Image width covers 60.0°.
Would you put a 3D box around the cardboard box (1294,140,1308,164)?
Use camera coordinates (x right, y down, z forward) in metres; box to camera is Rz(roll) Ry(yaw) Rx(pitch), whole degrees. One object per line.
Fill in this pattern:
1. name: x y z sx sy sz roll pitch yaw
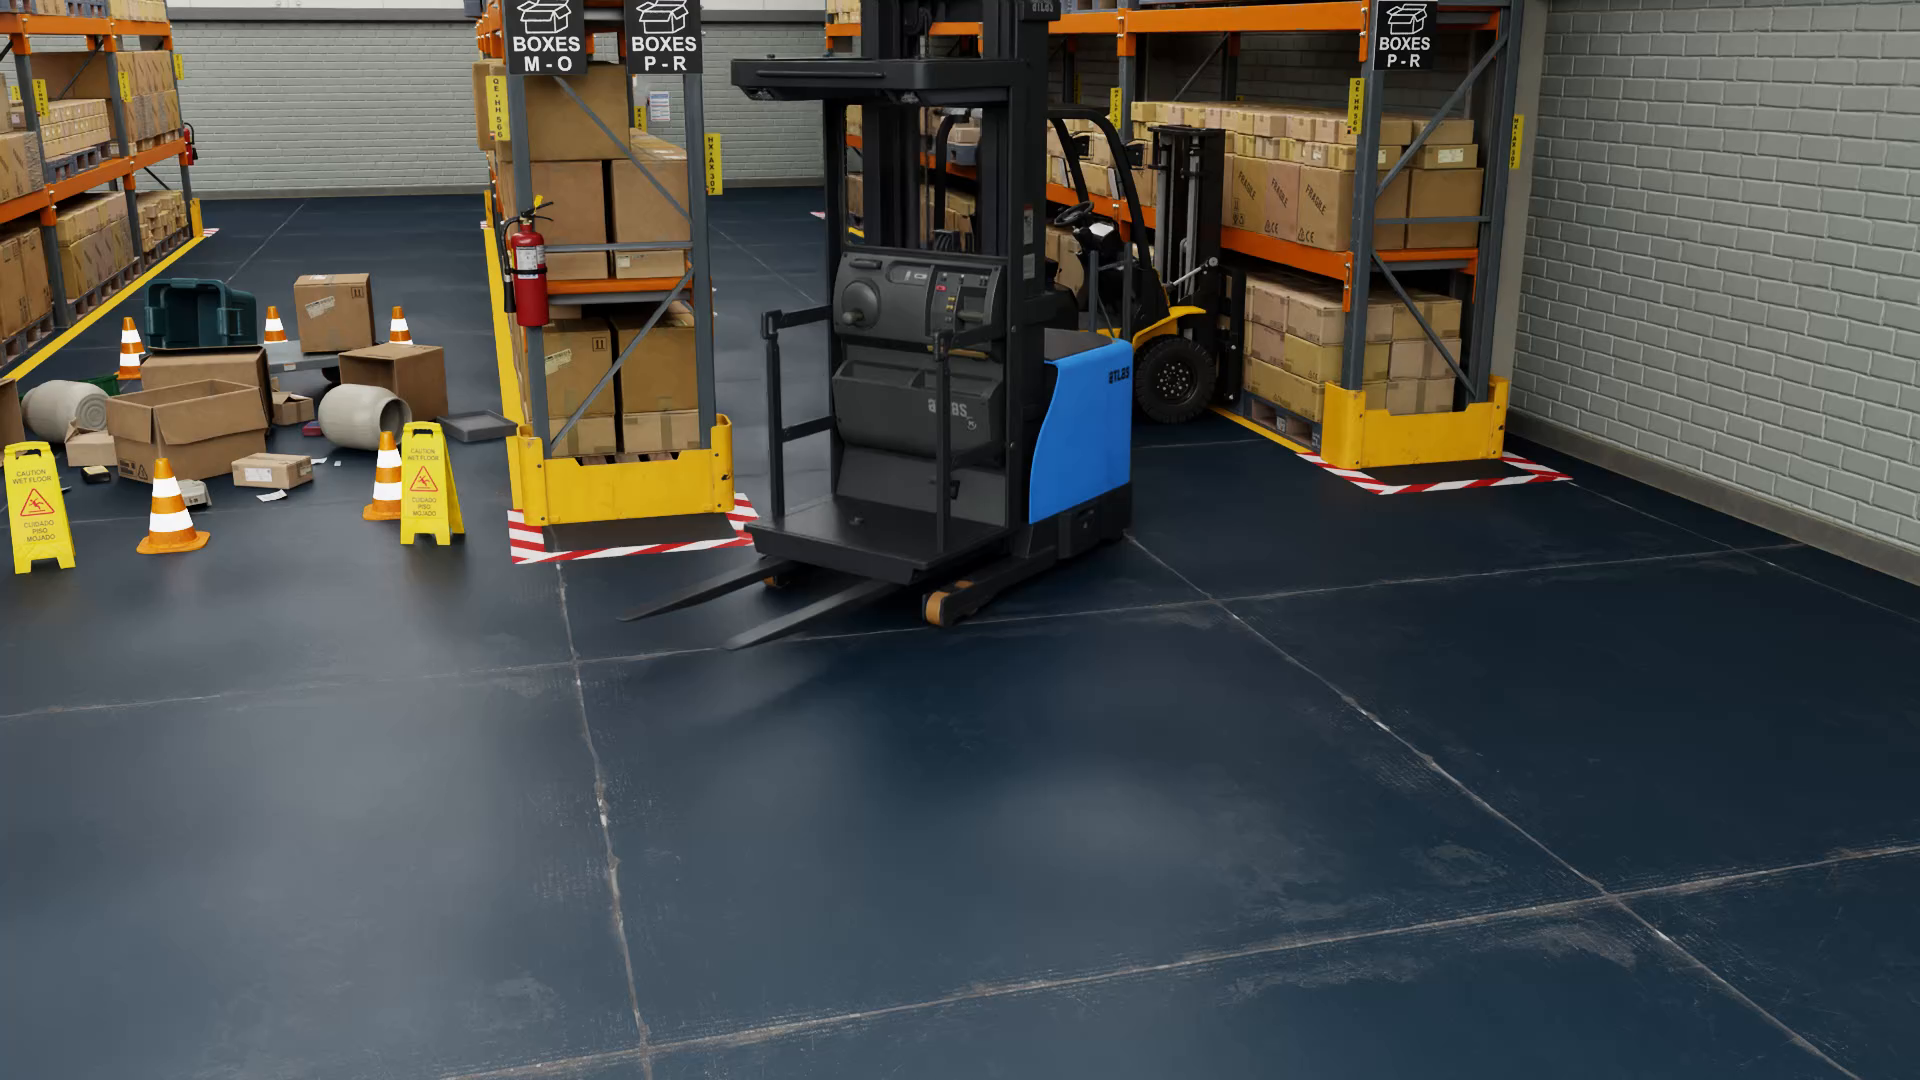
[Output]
1. cardboard box: 2.429 -2.552 10.933 0.380 0.149 0.250 -4 17 -14

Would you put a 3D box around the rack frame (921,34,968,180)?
1. rack frame: -0.393 -5.294 21.363 1.000 3.000 0.127 -5 17 -15

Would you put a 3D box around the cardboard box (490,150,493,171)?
1. cardboard box: -4.610 -3.982 17.255 0.500 0.250 0.500 -4 17 -14

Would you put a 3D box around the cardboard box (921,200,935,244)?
1. cardboard box: -0.188 -3.862 20.209 0.500 0.500 0.500 -5 17 -17

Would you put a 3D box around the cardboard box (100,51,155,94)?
1. cardboard box: -10.192 -5.721 20.354 0.500 0.500 0.500 -5 18 -17

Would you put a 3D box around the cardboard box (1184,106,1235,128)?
1. cardboard box: 1.914 -3.187 12.529 0.380 0.149 0.250 -5 17 -16

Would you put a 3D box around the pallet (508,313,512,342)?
1. pallet: -3.521 -1.906 14.930 1.003 0.211 1.213 -5 17 -15

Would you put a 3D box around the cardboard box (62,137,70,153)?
1. cardboard box: -9.026 -3.892 16.403 0.380 0.149 0.250 -4 17 -13

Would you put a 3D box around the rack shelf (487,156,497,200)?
1. rack shelf: -4.615 -4.003 18.315 1.077 0.370 4.000 -5 17 -15

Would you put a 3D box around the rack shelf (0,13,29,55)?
1. rack shelf: -8.248 -3.914 12.804 1.077 0.370 4.000 -5 17 -15

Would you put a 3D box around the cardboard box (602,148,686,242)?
1. cardboard box: -1.876 -2.068 9.931 0.500 0.500 0.500 -4 17 -14

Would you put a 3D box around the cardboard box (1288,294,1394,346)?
1. cardboard box: 2.478 -1.441 10.846 0.500 0.250 0.500 -4 17 -13

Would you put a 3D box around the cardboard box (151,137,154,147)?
1. cardboard box: -10.277 -4.964 20.702 0.380 0.149 0.250 -4 17 -14

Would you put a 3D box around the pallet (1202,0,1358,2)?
1. pallet: 2.396 -3.905 11.677 1.003 0.211 1.213 -5 17 -15

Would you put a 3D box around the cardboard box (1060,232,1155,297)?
1. cardboard box: 1.445 -2.504 15.472 0.875 0.625 0.625 -5 17 -16

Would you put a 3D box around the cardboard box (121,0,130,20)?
1. cardboard box: -9.917 -6.133 19.202 0.500 0.250 0.500 -5 17 -16

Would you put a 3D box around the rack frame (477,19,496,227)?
1. rack frame: -6.264 -6.007 23.737 1.000 3.000 0.127 -5 17 -15

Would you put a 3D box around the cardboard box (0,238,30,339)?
1. cardboard box: -8.473 -2.082 13.848 1.050 0.750 0.750 -4 17 -14

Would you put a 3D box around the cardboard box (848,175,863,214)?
1. cardboard box: -1.218 -4.988 23.960 0.700 0.500 0.500 -4 17 -13

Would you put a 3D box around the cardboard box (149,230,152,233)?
1. cardboard box: -10.105 -3.720 20.346 0.380 0.149 0.250 -5 18 -18

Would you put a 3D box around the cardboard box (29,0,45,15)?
1. cardboard box: -8.698 -5.039 15.124 0.500 0.500 0.500 -5 17 -15

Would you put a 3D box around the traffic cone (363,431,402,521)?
1. traffic cone: -3.226 -0.383 9.424 0.336 0.463 0.334 -5 17 -15

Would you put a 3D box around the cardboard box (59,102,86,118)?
1. cardboard box: -9.318 -4.465 17.274 0.380 0.149 0.250 -5 18 -17

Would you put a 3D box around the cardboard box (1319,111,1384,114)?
1. cardboard box: 2.764 -2.954 11.753 0.380 0.149 0.250 -5 17 -17

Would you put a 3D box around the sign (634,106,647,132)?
1. sign: -2.447 -3.148 12.712 0.100 0.325 0.005 -5 17 -15

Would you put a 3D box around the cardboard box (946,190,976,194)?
1. cardboard box: -0.029 -4.060 19.742 0.380 0.149 0.250 -5 17 -15

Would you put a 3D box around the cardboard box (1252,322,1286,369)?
1. cardboard box: 2.343 -1.348 11.407 0.500 0.250 0.500 -5 17 -16

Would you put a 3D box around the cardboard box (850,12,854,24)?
1. cardboard box: -1.301 -7.179 22.859 0.380 0.149 0.250 -5 17 -15

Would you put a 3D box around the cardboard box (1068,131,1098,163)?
1. cardboard box: 1.276 -3.506 14.803 0.500 0.250 0.500 -5 17 -17

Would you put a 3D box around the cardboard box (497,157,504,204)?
1. cardboard box: -3.113 -2.735 12.151 0.500 0.500 0.500 -5 17 -15

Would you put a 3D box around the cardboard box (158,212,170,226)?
1. cardboard box: -10.122 -4.011 20.798 0.380 0.149 0.250 -5 17 -15

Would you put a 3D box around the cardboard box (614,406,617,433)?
1. cardboard box: -1.956 -0.853 10.626 0.500 0.250 0.500 -4 17 -13

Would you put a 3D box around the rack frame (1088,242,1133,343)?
1. rack frame: 0.828 -0.881 9.279 0.032 1.500 0.500 9 19 28

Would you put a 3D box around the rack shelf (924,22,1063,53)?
1. rack shelf: 0.156 -5.833 19.193 1.077 0.370 4.000 -5 17 -15

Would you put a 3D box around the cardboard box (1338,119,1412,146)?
1. cardboard box: 2.603 -2.558 10.437 0.380 0.149 0.250 -5 17 -15

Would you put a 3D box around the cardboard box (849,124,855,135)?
1. cardboard box: -1.360 -5.807 23.508 0.380 0.149 0.250 -5 17 -17

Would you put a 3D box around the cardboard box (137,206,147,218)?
1. cardboard box: -10.021 -3.931 20.016 0.380 0.149 0.250 -5 17 -17

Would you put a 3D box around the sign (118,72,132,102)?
1. sign: -9.364 -5.081 18.640 0.100 0.325 0.005 -5 17 -15

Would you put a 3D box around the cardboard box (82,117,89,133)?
1. cardboard box: -9.309 -4.321 17.314 0.380 0.149 0.250 -6 18 -18

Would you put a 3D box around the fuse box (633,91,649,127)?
1. fuse box: -5.776 -7.074 29.527 0.539 1.711 0.414 -5 17 -15

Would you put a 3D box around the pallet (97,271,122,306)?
1. pallet: -9.342 -2.593 17.216 1.003 0.211 1.213 -5 17 -15

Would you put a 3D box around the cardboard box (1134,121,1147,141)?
1. cardboard box: 1.640 -3.331 13.526 0.380 0.149 0.250 -5 17 -16

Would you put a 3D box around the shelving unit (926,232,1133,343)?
1. shelving unit: 0.377 -0.954 9.521 1.083 1.500 0.587 9 19 28

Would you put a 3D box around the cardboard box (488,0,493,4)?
1. cardboard box: -2.847 -3.535 10.729 0.380 0.149 0.250 -5 17 -16

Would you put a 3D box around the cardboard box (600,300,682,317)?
1. cardboard box: -2.108 -1.360 11.012 0.500 0.500 0.500 -4 17 -14

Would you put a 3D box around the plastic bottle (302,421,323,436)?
1. plastic bottle: -4.415 -0.775 11.427 0.133 0.061 0.283 -2 17 -6

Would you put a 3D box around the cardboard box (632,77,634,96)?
1. cardboard box: -2.756 -3.548 13.002 0.380 0.149 0.250 -5 17 -15

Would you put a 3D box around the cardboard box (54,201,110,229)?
1. cardboard box: -9.162 -3.370 17.269 0.500 0.250 0.500 -6 18 -18

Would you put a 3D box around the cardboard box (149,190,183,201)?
1. cardboard box: -10.607 -4.582 22.184 0.380 0.149 0.250 -4 17 -15

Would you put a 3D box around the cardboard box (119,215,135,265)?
1. cardboard box: -9.451 -3.301 18.341 0.500 0.500 0.500 -5 17 -16

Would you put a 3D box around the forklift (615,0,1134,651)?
1. forklift: -0.329 -1.160 7.718 1.130 2.935 3.031 11 20 33

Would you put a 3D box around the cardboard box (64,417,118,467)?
1. cardboard box: -5.455 -0.629 10.586 0.396 0.266 0.258 -2 17 -6

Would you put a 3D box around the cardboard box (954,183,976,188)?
1. cardboard box: 0.137 -4.391 20.843 0.380 0.149 0.250 -5 17 -15

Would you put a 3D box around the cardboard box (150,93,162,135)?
1. cardboard box: -10.213 -5.253 20.535 0.500 0.500 0.500 -4 17 -12
